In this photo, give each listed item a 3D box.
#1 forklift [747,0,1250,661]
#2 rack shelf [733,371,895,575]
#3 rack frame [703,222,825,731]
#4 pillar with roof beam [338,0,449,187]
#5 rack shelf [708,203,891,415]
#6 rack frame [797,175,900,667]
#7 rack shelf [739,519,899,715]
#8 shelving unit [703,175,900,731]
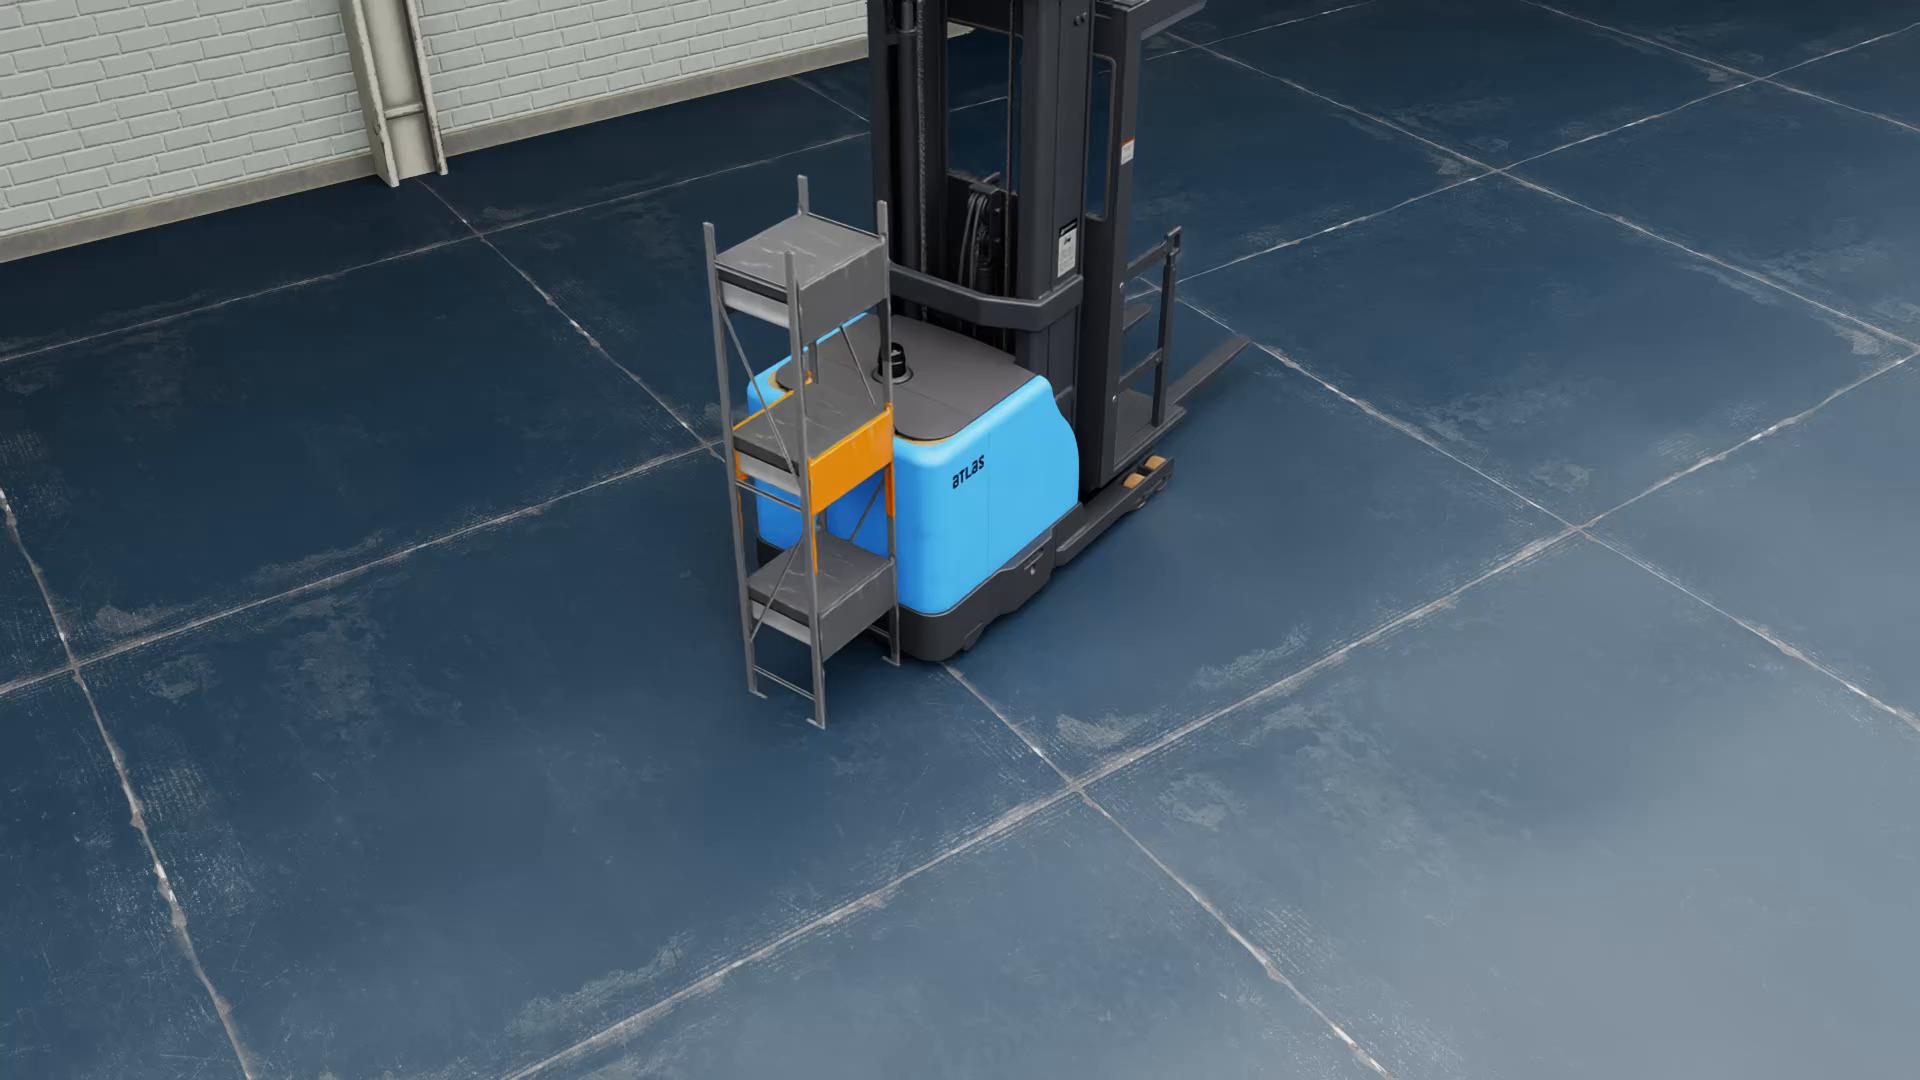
[{"bbox_3d":[0.384,-1.494,7.317,1.130,2.935,3.031,23,42,29],"label":"forklift"},{"bbox_3d":[-0.563,-0.262,6.340,0.431,0.518,0.480,23,42,29],"label":"rack shelf"},{"bbox_3d":[-0.708,-0.159,6.172,0.400,2.100,0.015,23,42,29],"label":"rack frame"},{"bbox_3d":[-1.206,-4.070,5.702,0.400,9.000,9.100,-22,41,-28],"label":"pillar with roof beam"},{"bbox_3d":[-0.563,-0.830,5.931,0.431,0.518,0.480,23,42,29],"label":"rack shelf"},{"bbox_3d":[-0.419,-0.388,6.491,0.400,2.100,0.015,23,42,29],"label":"rack frame"},{"bbox_3d":[-0.563,0.306,6.748,0.431,0.518,0.480,23,42,29],"label":"rack shelf"},{"bbox_3d":[-0.563,-0.273,6.332,0.431,2.100,0.503,23,42,29],"label":"shelving unit"}]
